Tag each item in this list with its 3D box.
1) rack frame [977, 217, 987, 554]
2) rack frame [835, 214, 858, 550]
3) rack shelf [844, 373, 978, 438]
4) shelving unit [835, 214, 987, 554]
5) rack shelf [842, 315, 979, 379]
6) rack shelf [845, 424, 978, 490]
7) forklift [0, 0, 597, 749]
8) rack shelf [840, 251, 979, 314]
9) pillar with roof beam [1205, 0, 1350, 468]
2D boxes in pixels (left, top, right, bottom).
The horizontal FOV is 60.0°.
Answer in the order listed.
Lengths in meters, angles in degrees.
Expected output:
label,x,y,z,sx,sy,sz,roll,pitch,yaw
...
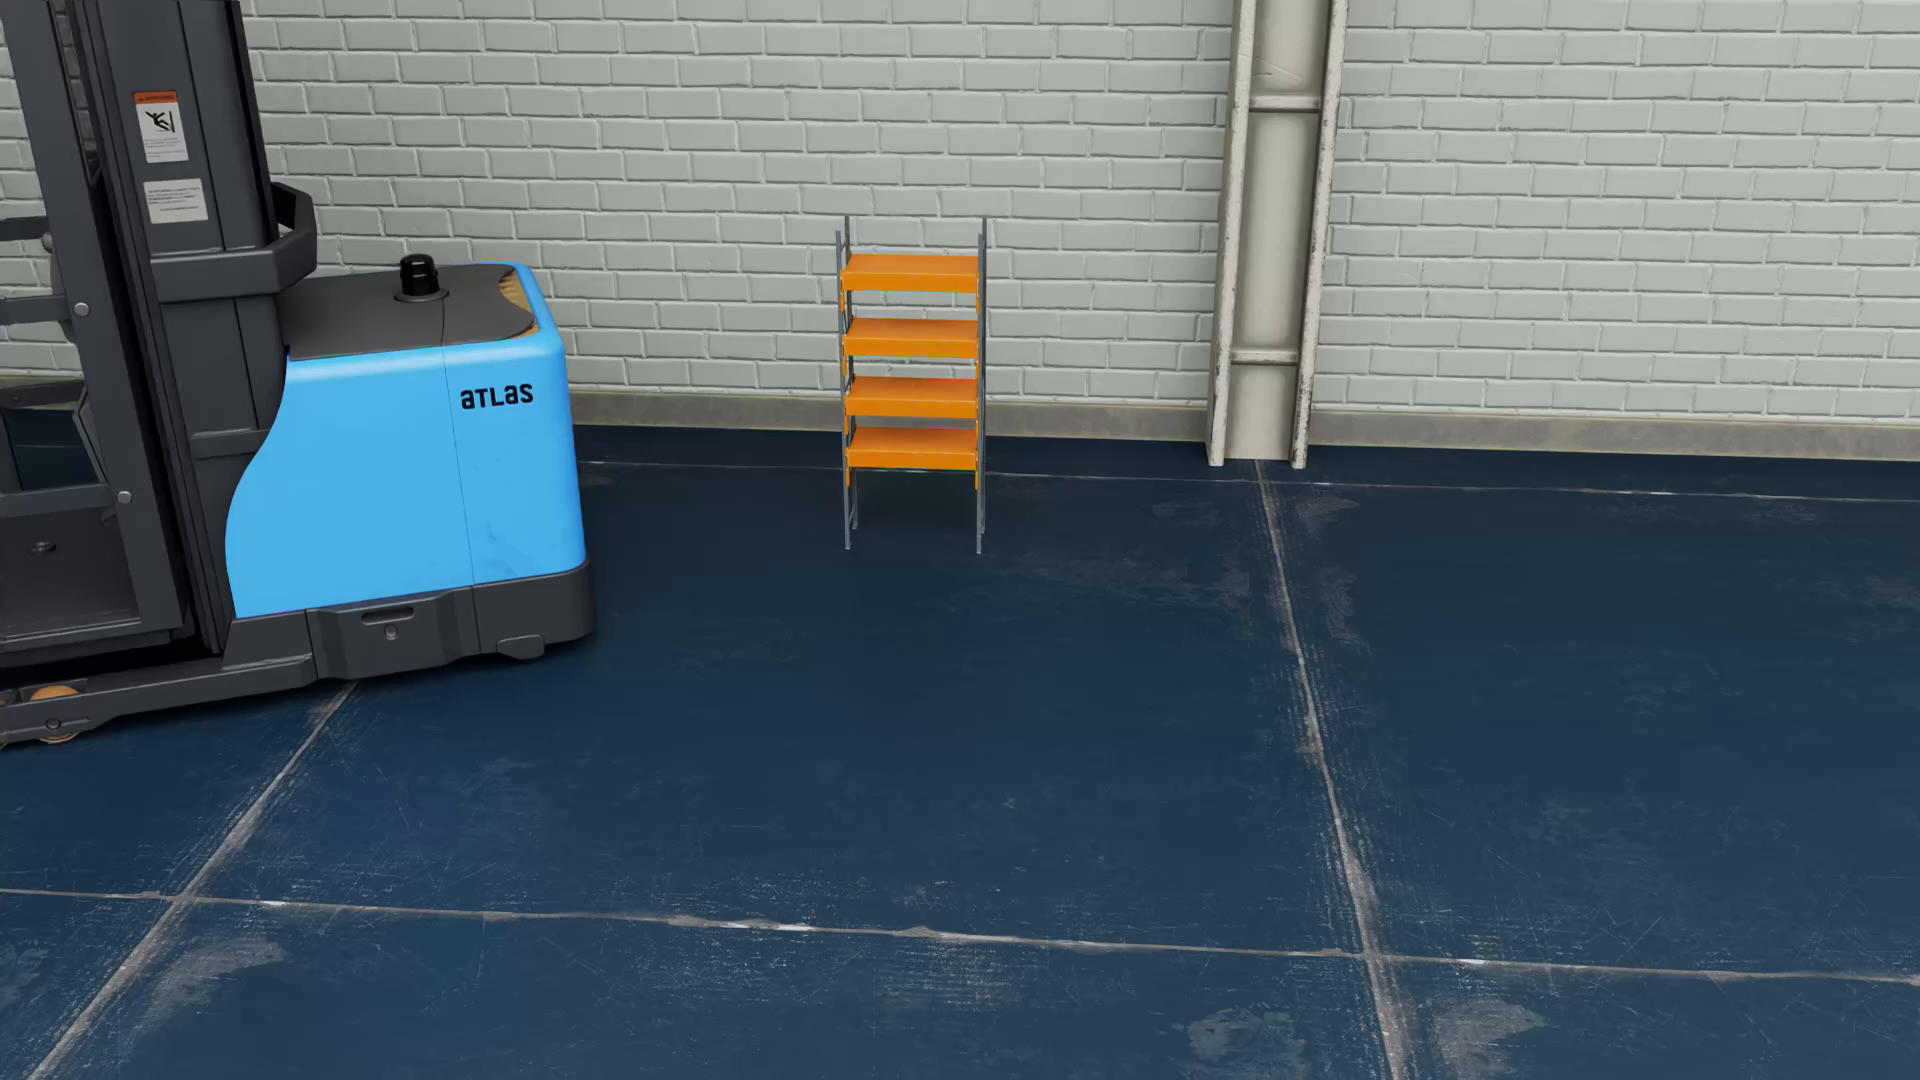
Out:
label,x,y,z,sx,sy,sz,roll,pitch,yaw
rack frame,0.078,-0.543,5.994,0.015,1.200,0.240,2,25,4
rack frame,-0.408,-0.558,6.028,0.015,1.200,0.240,2,25,4
rack shelf,-0.165,-0.489,6.039,0.480,0.148,0.258,2,25,4
shelving unit,-0.165,-0.550,6.011,0.503,1.200,0.258,2,25,4
rack shelf,-0.165,-0.692,5.945,0.480,0.148,0.258,2,25,4
rack shelf,-0.165,-0.309,6.122,0.480,0.148,0.258,2,25,4
forklift,-2.768,-0.951,4.810,3.031,2.935,1.130,-8,26,-18
rack shelf,-0.165,-0.907,5.846,0.480,0.148,0.258,2,25,4
pillar with roof beam,0.918,-2.662,1.269,0.400,9.000,9.100,2,25,4
